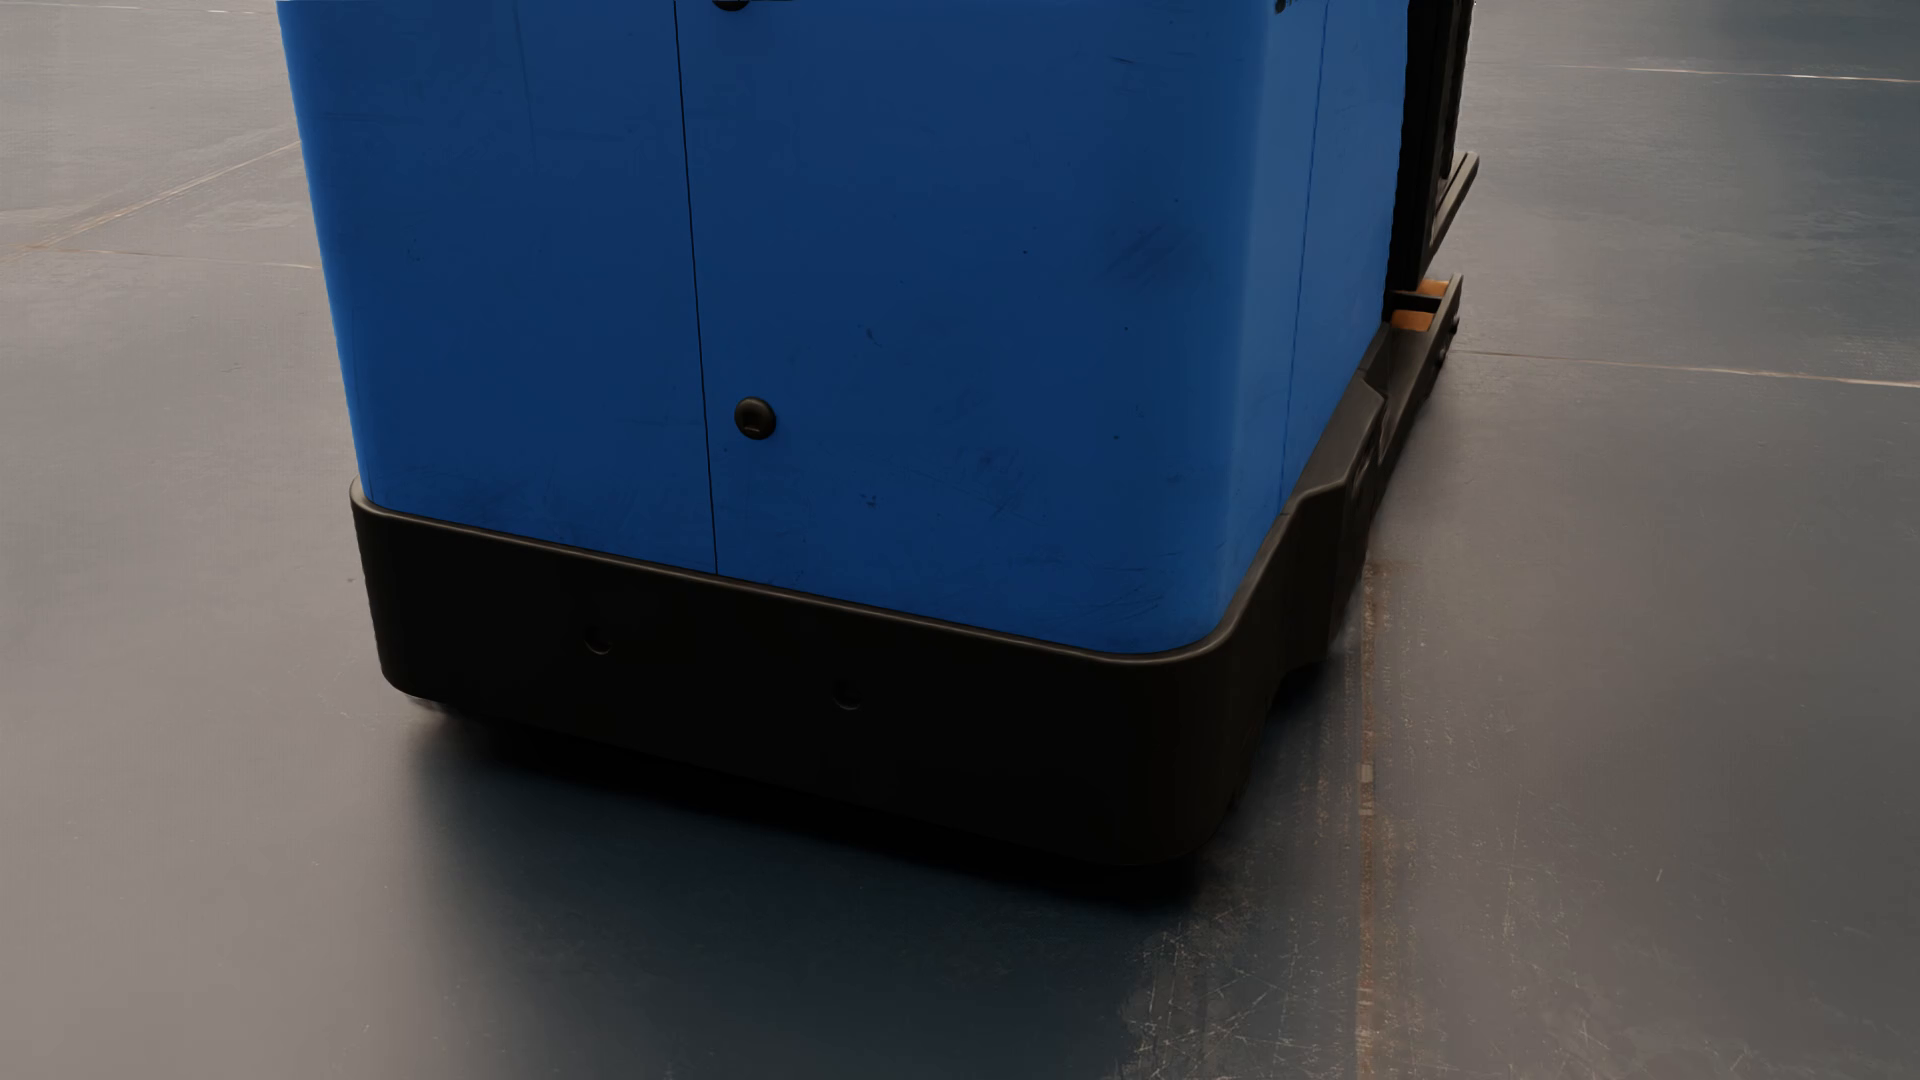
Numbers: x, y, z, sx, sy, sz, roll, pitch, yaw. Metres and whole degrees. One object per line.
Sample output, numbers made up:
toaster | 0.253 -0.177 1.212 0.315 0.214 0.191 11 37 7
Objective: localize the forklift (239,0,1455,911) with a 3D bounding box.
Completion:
forklift | 0.070 -1.583 2.383 1.130 2.935 3.031 3 27 7
